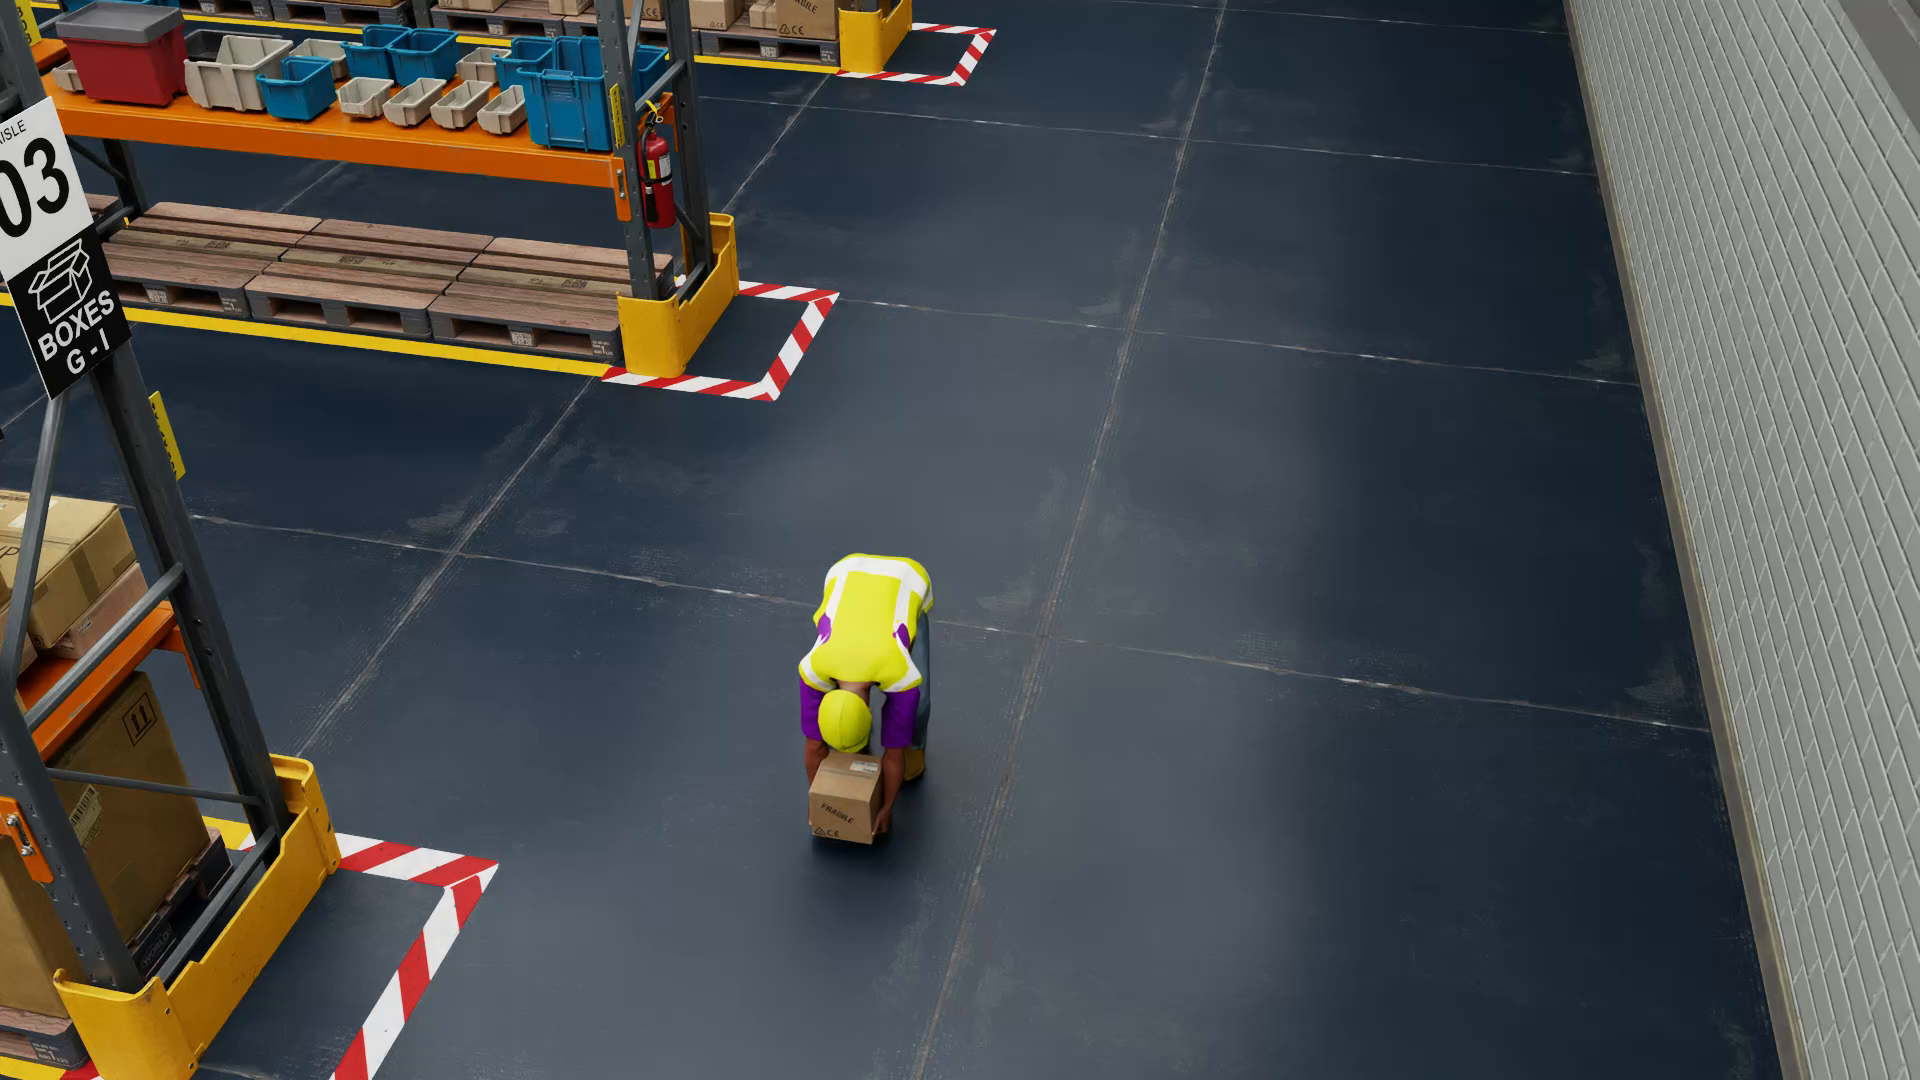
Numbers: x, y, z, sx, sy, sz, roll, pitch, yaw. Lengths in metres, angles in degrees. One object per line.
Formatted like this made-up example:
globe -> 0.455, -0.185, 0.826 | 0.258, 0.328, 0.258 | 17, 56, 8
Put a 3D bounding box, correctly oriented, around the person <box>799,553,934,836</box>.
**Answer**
person -> -0.371, 0.637, 6.740 | 0.493, 0.980, 0.974 | 6, 37, 8
